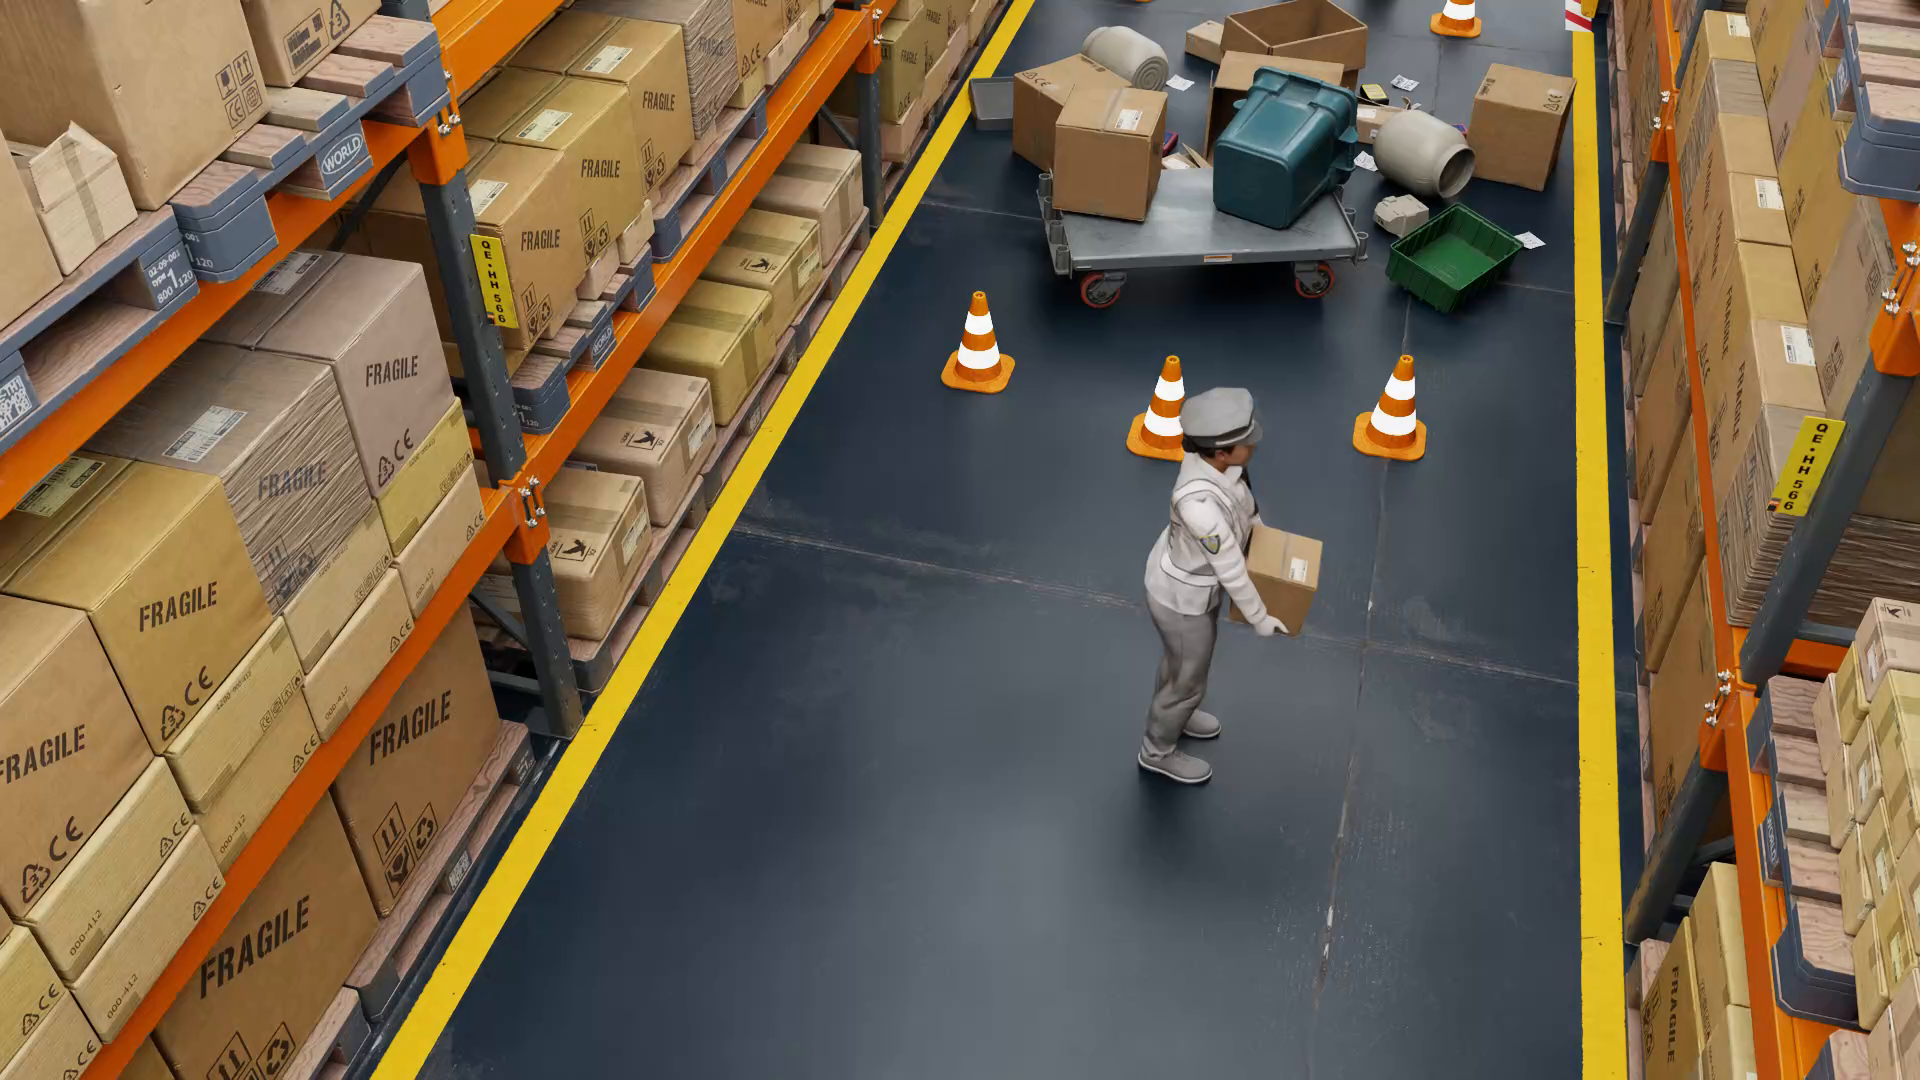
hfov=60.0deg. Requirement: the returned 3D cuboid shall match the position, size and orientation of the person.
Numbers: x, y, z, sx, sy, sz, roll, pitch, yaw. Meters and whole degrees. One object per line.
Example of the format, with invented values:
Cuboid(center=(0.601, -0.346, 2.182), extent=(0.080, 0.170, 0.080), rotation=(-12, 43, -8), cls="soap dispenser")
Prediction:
Cuboid(center=(0.922, 0.184, 5.942), extent=(0.528, 1.682, 0.417), rotation=(9, 42, 10), cls="person")
